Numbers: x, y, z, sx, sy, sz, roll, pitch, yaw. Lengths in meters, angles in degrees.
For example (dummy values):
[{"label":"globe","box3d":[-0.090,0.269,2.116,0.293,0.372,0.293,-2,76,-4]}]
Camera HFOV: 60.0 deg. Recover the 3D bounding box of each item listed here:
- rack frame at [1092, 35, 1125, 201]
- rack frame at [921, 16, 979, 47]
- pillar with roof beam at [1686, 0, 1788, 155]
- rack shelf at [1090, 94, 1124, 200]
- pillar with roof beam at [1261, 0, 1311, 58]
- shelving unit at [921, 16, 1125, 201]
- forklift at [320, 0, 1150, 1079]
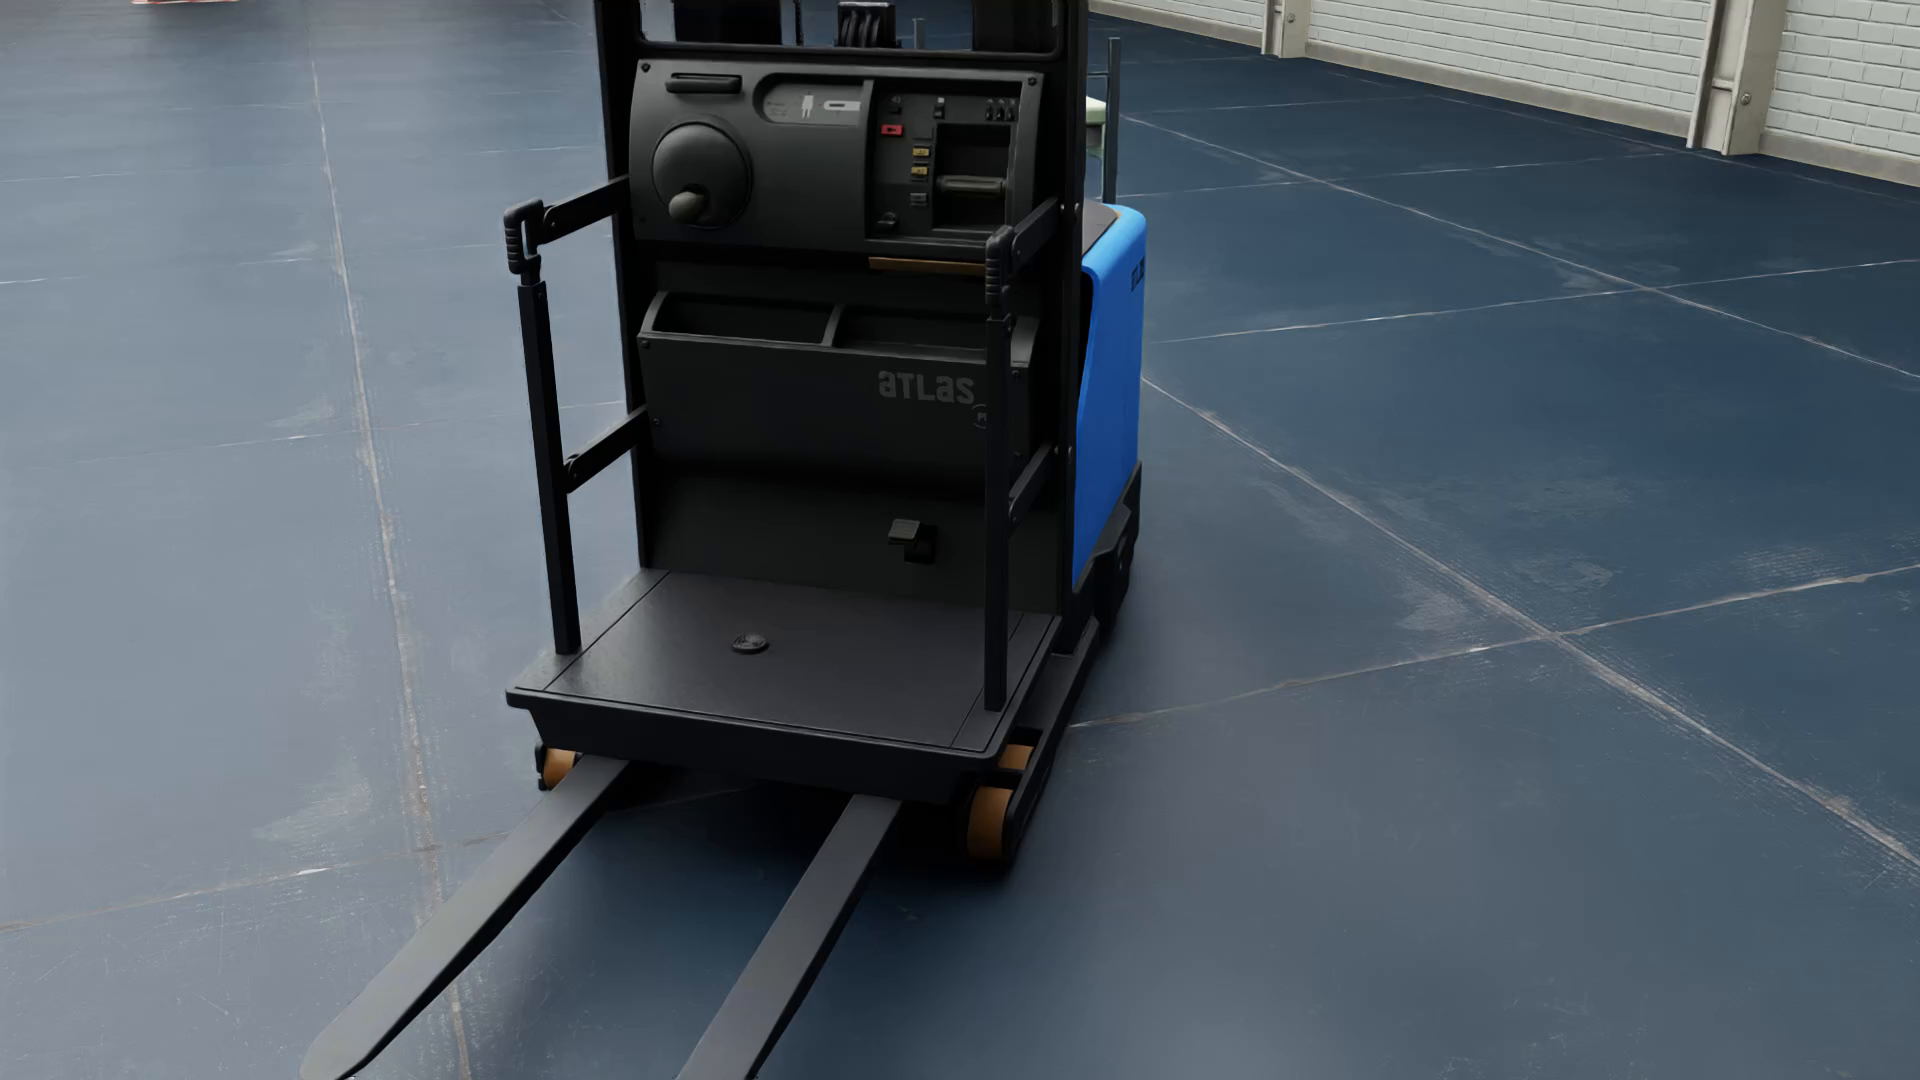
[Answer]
[{"label":"rack frame","box3d":[0.299,-0.786,5.183,0.400,1.500,0.023,-8,24,-17]},{"label":"rack frame","box3d":[0.062,-1.055,5.821,0.400,1.500,0.023,-8,24,-17]},{"label":"pillar with roof beam","box3d":[1.410,-6.339,8.703,9.100,9.000,0.400,-8,24,-19]},{"label":"rack shelf","box3d":[0.181,-1.280,5.351,0.431,0.370,0.720,-8,24,-17]},{"label":"pillar with roof beam","box3d":[-0.710,-8.519,13.875,9.100,9.000,0.400,-8,24,-19]},{"label":"shelving unit","box3d":[0.181,-0.920,5.502,0.431,1.500,0.755,-8,24,-17]},{"label":"forklift","box3d":[-0.318,-0.842,3.474,1.130,2.935,3.031,6,24,14]}]
